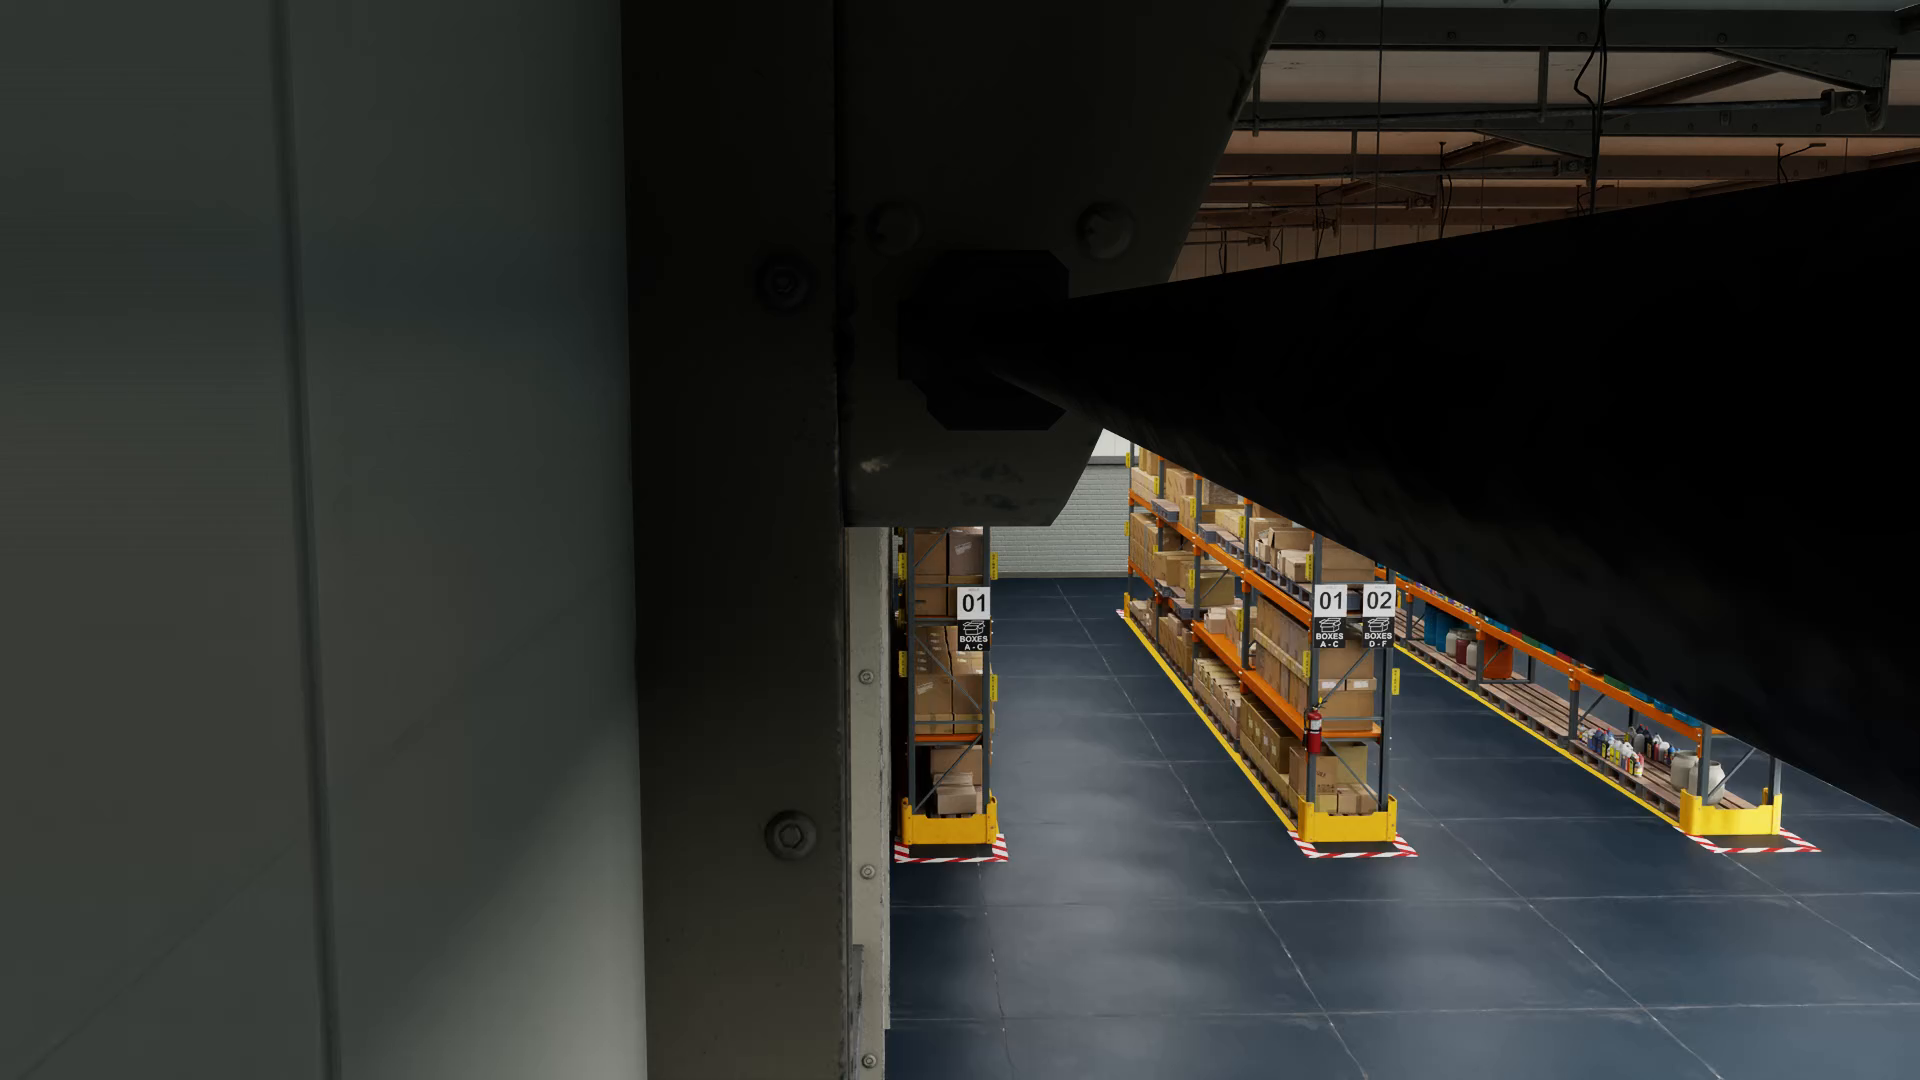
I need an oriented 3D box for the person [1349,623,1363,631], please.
[{"bbox_3d":[6.884,1.746,28.931,0.655,1.826,0.882,0,7,-1],"label":"person"}]
